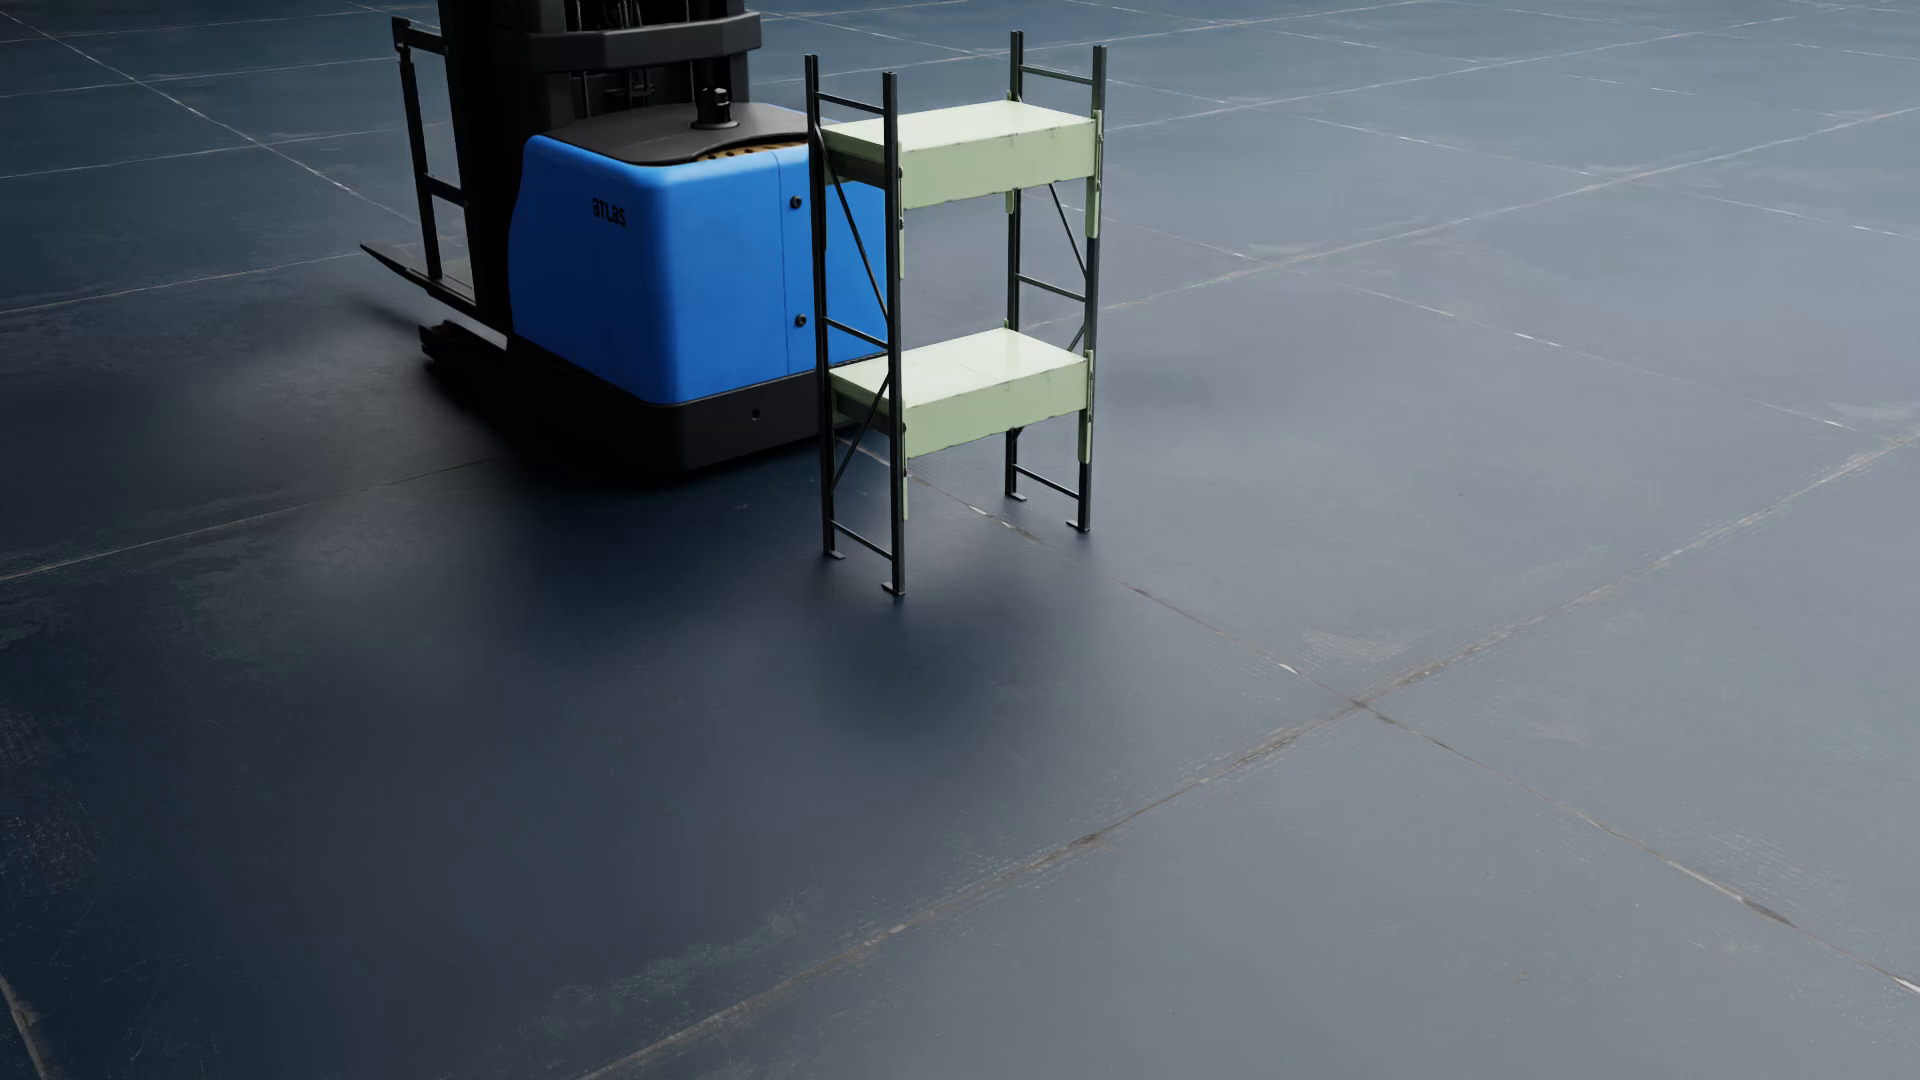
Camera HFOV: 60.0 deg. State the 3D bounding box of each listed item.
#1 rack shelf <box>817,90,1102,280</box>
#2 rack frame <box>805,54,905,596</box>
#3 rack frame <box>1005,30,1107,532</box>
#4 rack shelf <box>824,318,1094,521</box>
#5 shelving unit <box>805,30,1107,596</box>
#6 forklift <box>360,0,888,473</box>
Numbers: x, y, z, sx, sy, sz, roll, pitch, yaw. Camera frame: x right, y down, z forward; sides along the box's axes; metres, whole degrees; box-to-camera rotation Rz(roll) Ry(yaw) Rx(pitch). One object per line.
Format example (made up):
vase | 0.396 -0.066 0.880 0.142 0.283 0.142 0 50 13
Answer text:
rack shelf | -0.005 -1.033 4.766 0.720 0.370 0.431 -18 31 -34
rack frame | -0.293 -0.583 4.726 0.023 1.500 0.400 -18 31 -34
rack frame | 0.283 -0.774 5.135 0.023 1.500 0.400 -18 31 -34
rack shelf | -0.005 -0.383 5.068 0.720 0.370 0.431 -18 31 -34
shelving unit | -0.005 -0.679 4.931 0.755 1.500 0.431 -18 31 -34
forklift | -1.549 -2.100 6.293 1.130 2.935 3.031 -19 31 -35
